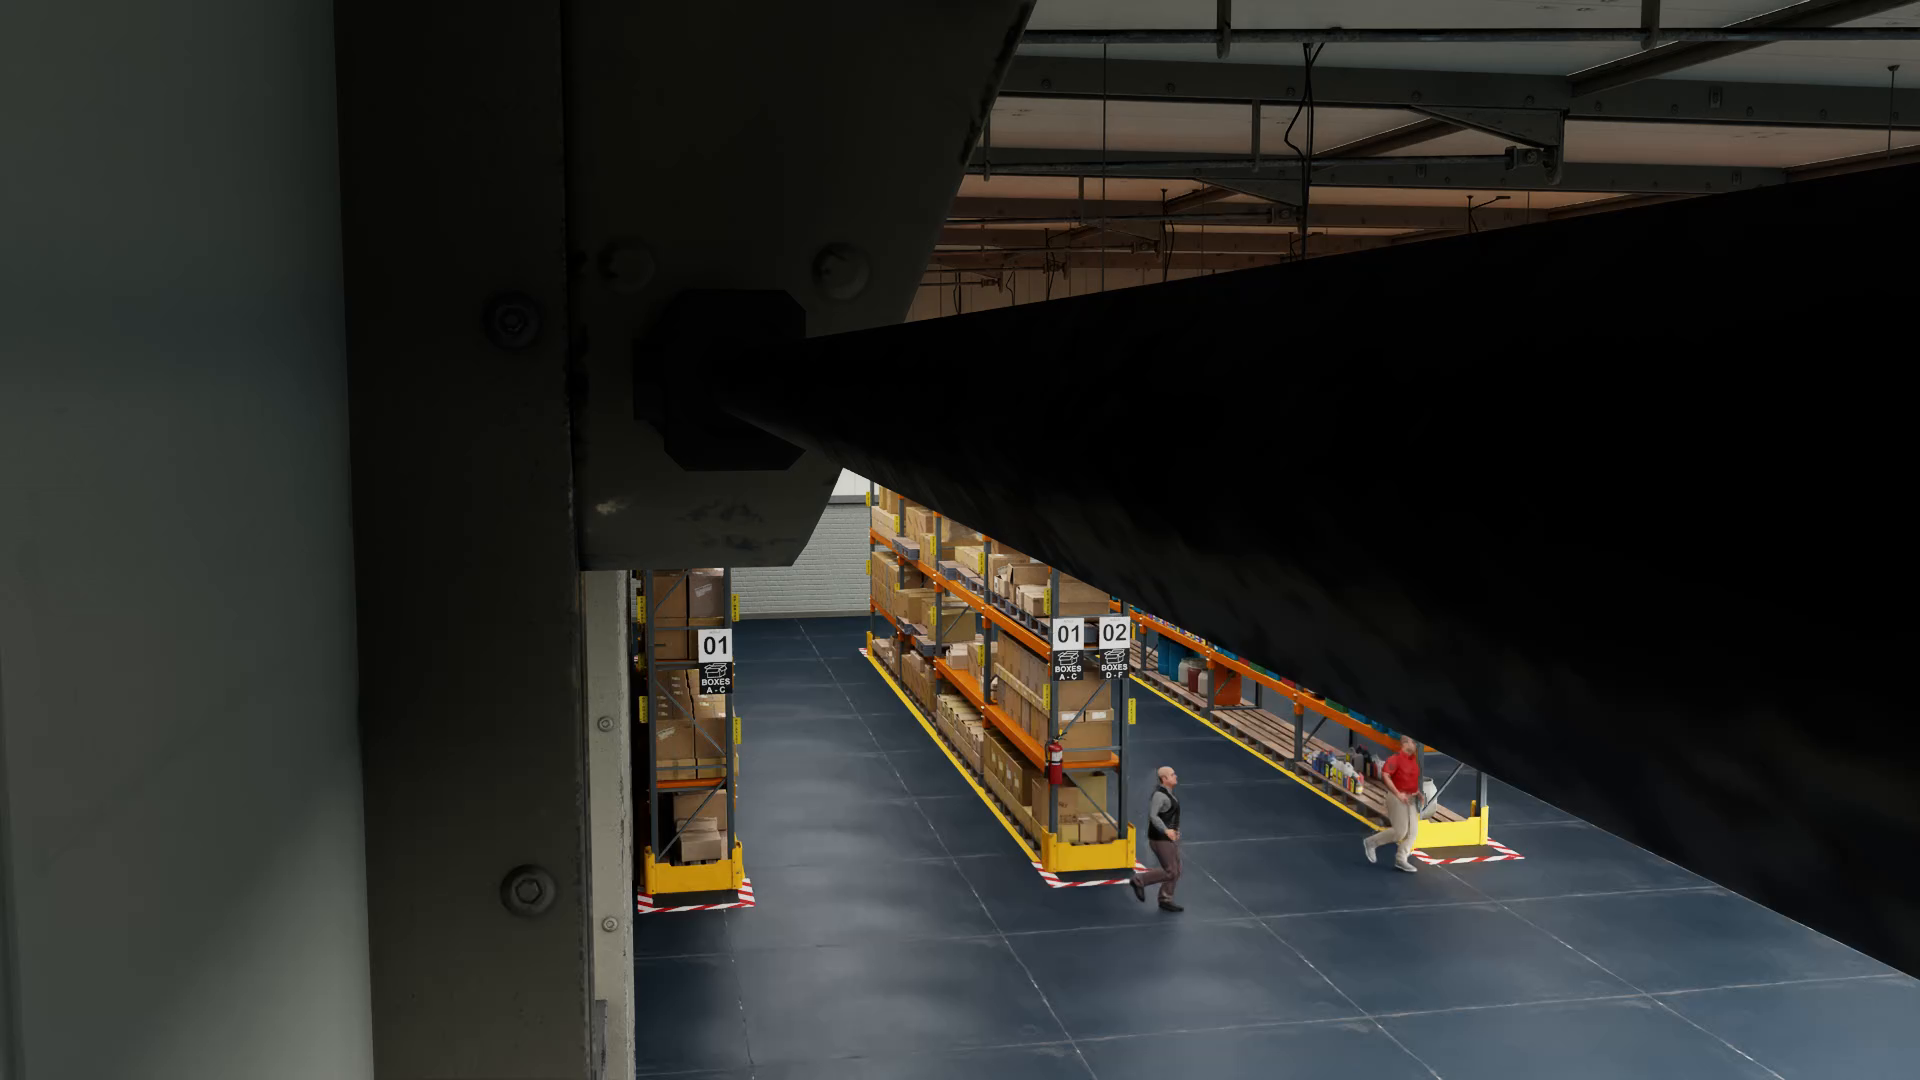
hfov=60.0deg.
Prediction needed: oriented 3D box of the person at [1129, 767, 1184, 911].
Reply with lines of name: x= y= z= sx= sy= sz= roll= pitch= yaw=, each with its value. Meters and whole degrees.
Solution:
person: x=2.304 y=3.481 z=19.403 sx=0.636 sy=1.709 sz=0.672 roll=1 pitch=6 yaw=10

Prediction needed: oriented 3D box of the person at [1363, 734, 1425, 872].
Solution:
person: x=5.585 y=3.298 z=21.117 sx=0.703 sy=1.678 sz=0.737 roll=5 pitch=8 yaw=41
